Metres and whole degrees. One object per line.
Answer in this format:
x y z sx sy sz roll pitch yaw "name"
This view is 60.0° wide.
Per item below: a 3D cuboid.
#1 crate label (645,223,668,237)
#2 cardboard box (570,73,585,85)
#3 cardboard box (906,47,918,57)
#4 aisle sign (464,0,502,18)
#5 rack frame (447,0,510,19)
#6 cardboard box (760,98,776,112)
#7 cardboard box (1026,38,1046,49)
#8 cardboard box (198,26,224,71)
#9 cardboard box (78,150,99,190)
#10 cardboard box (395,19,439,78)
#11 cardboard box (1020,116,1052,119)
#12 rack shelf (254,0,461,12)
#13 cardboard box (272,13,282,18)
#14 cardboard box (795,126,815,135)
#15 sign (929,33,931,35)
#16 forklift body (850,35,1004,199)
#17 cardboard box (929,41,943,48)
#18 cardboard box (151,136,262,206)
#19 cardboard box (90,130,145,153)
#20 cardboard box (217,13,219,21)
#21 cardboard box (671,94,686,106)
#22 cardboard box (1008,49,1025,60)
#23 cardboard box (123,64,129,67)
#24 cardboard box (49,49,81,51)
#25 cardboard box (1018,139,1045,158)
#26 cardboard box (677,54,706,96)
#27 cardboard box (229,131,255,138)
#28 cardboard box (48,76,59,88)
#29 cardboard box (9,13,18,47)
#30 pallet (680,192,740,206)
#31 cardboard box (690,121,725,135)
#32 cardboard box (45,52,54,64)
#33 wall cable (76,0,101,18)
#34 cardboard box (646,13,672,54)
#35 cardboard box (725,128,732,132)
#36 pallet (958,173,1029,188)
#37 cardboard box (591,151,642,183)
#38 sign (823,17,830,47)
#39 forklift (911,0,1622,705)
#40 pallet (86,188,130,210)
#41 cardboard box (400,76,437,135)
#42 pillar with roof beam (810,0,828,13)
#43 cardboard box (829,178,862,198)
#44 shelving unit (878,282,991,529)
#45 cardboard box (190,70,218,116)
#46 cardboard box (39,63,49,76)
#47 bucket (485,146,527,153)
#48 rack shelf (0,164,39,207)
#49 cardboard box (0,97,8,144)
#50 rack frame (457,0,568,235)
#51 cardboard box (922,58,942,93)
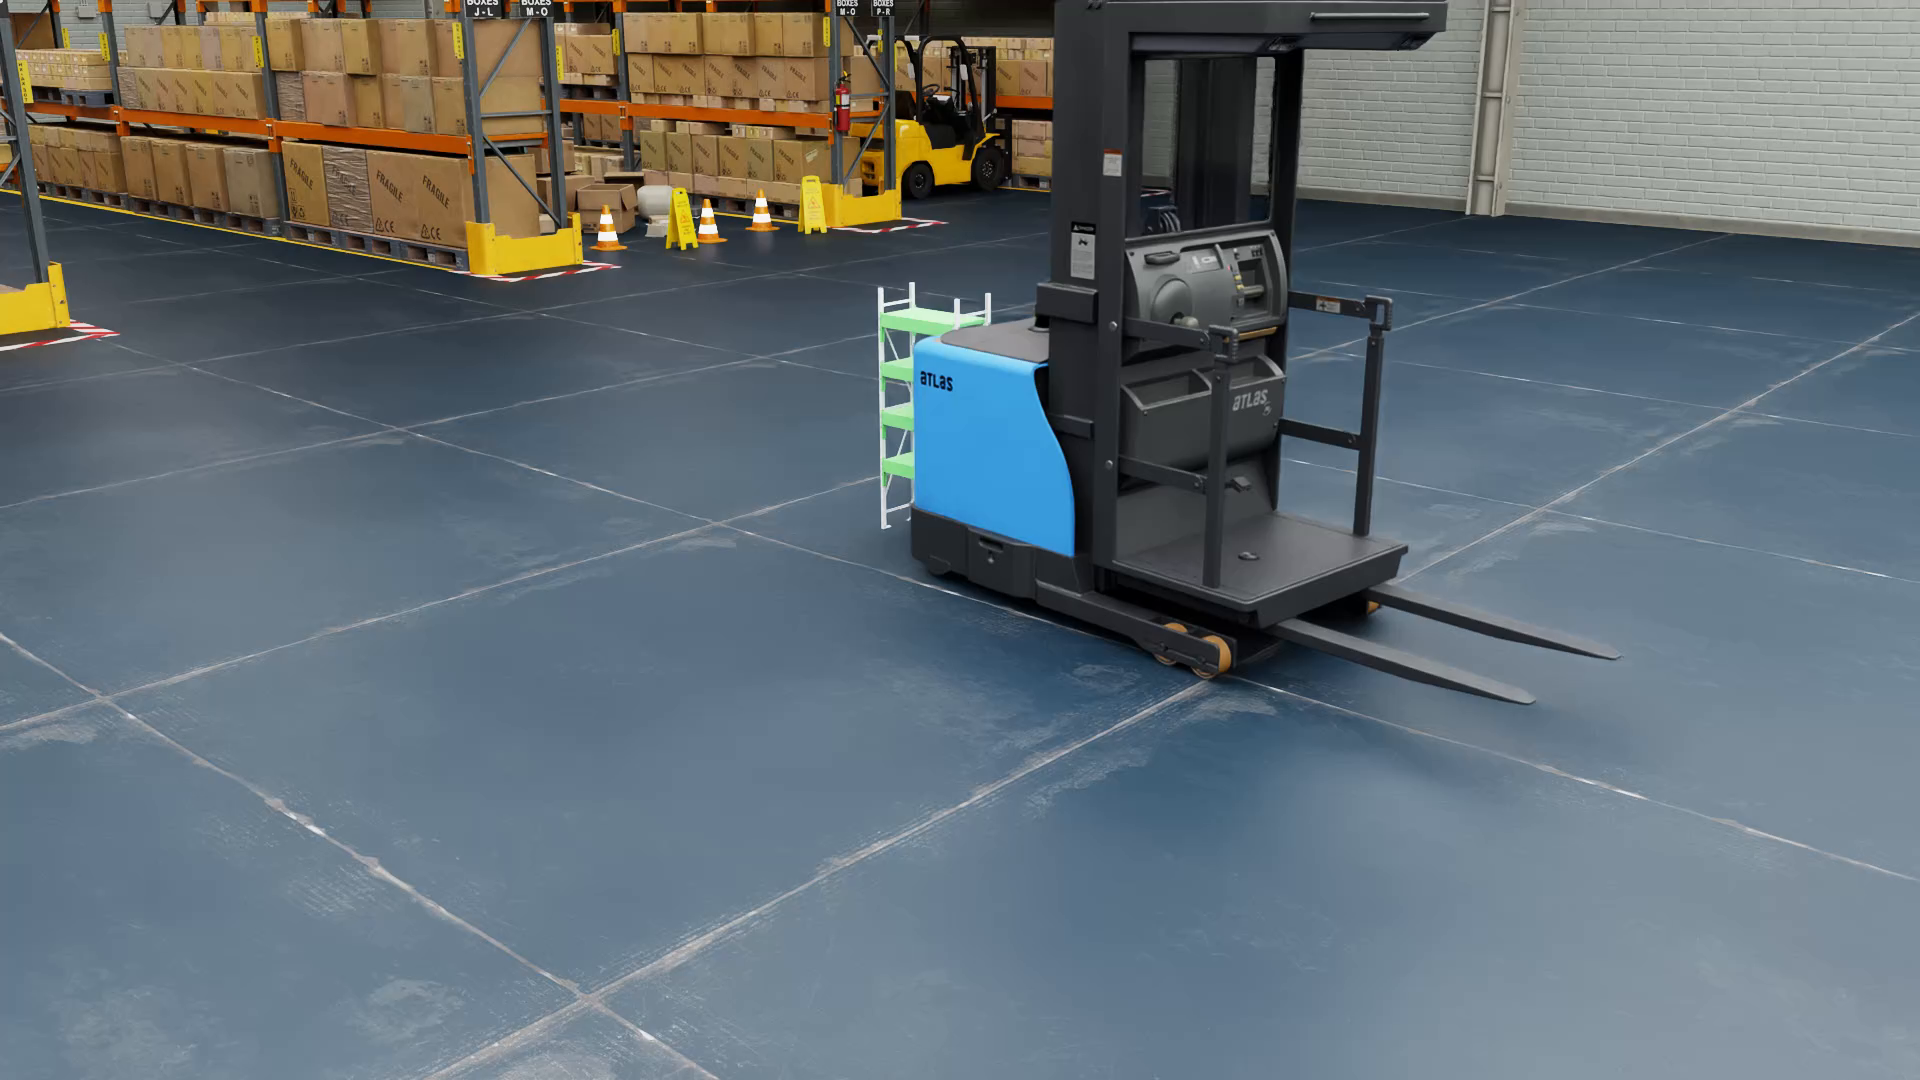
-3.453 -3.573 19.145 0.298 0.136 0.250 4 18 11 "crate label"
-5.126 -6.344 22.864 0.250 0.149 0.380 15 23 38 "cardboard box"
-0.605 -7.427 25.319 0.250 0.149 0.380 16 23 41 "cardboard box"
-4.520 -5.336 15.668 0.004 0.787 0.394 15 23 39 "aisle sign"
-7.147 -6.925 24.974 0.127 3.000 1.000 15 23 39 "rack frame"
-2.239 -5.353 20.435 0.250 0.149 0.380 16 23 40 "cardboard box"
1.165 -7.121 23.862 0.250 0.149 0.380 15 23 40 "cardboard box"
-8.505 -5.809 19.638 0.500 0.500 0.700 15 23 40 "cardboard box"
-11.409 -4.972 22.257 0.500 0.500 0.500 16 24 41 "cardboard box"
-5.098 -4.938 16.678 0.550 0.550 0.875 15 23 39 "cardboard box"
1.151 -6.151 24.731 0.500 0.250 0.500 15 23 39 "cardboard box"
-5.870 -5.667 17.240 4.000 0.370 1.077 15 23 39 "rack shelf"
-11.298 -8.770 27.897 0.250 0.149 0.380 15 23 39 "cardboard box"
-2.400 -6.724 27.573 0.625 0.625 0.875 14 22 37 "cardboard box"
-0.496 -7.822 26.238 0.005 0.325 0.100 15 23 39 "sign"
-0.501 -6.006 23.481 1.214 2.155 2.313 15 23 39 "forklift body"
-0.245 -7.457 24.921 0.250 0.149 0.380 16 23 40 "cardboard box"
-9.306 -4.595 20.658 0.750 0.750 1.050 15 23 40 "cardboard box"
-11.043 -5.229 21.828 0.500 0.250 0.500 14 23 38 "cardboard box"
-12.806 -9.194 29.234 0.250 0.149 0.380 16 23 41 "cardboard box"
-3.529 -5.724 21.603 0.250 0.149 0.380 16 24 41 "cardboard box"
0.910 -7.012 24.009 0.250 0.149 0.380 14 22 38 "cardboard box"
-10.790 -6.204 21.930 0.250 0.149 0.380 16 24 42 "cardboard box"
-12.526 -6.810 23.347 0.250 0.149 0.380 14 22 38 "cardboard box"
1.189 -5.701 24.140 0.500 0.250 0.500 15 23 39 "cardboard box"
-3.254 -5.961 21.278 0.500 0.500 0.500 15 23 39 "cardboard box"
-12.571 -7.401 30.013 0.875 0.438 0.875 14 22 37 "cardboard box"
-11.795 -6.067 21.990 0.250 0.149 0.380 14 22 37 "cardboard box"
-13.880 -7.287 23.805 0.500 0.500 0.500 14 22 37 "cardboard box"
-3.630 -4.666 22.465 1.213 0.211 1.003 15 23 39 "pallet"
-3.251 -5.304 21.404 0.250 0.149 0.380 17 24 42 "cardboard box"
-11.789 -6.350 21.898 0.250 0.149 0.380 15 23 39 "cardboard box"
-17.364 -10.158 33.428 0.123 1.953 0.585 15 23 39 "wall cable"
-3.603 -6.543 21.460 0.500 0.500 0.700 15 23 40 "cardboard box"
-3.153 -5.209 22.179 0.500 0.500 0.500 16 23 40 "cardboard box"
0.620 -5.503 25.101 1.213 0.211 1.003 15 23 39 "pallet"
-4.550 -5.174 23.107 0.625 0.372 0.950 15 23 40 "cardboard box"
-1.547 -5.900 19.307 0.005 0.325 0.100 15 23 39 "sign"
1.143 -1.035 6.527 1.130 2.935 3.031 -16 23 -40 "forklift"
-10.941 -4.613 22.298 1.213 0.211 1.003 15 23 39 "pallet"
-5.107 -4.420 16.832 0.550 0.550 0.875 15 23 39 "cardboard box"
-5.140 -9.877 24.356 0.400 9.000 9.100 15 23 39 "pillar with roof beam"
-1.584 -4.433 20.973 0.500 0.250 0.500 15 23 39 "cardboard box"
-0.124 -0.605 8.035 0.503 1.200 0.258 15 23 39 "shelving unit"
-8.689 -5.277 19.614 0.500 0.500 0.500 15 23 40 "cardboard box"
-11.995 -6.262 22.113 0.250 0.149 0.380 16 23 41 "cardboard box"
-5.734 -4.640 20.673 0.726 0.611 0.620 -9 10 -27 "bucket"
-9.238 -3.135 14.222 4.000 0.370 1.077 15 23 39 "rack shelf"
-8.135 -3.383 13.155 0.500 0.500 0.875 15 23 39 "cardboard box"
-4.374 -4.179 16.320 0.127 3.000 1.000 15 23 39 "rack frame"
-0.304 -7.044 25.185 0.500 0.500 0.500 16 23 40 "cardboard box"
